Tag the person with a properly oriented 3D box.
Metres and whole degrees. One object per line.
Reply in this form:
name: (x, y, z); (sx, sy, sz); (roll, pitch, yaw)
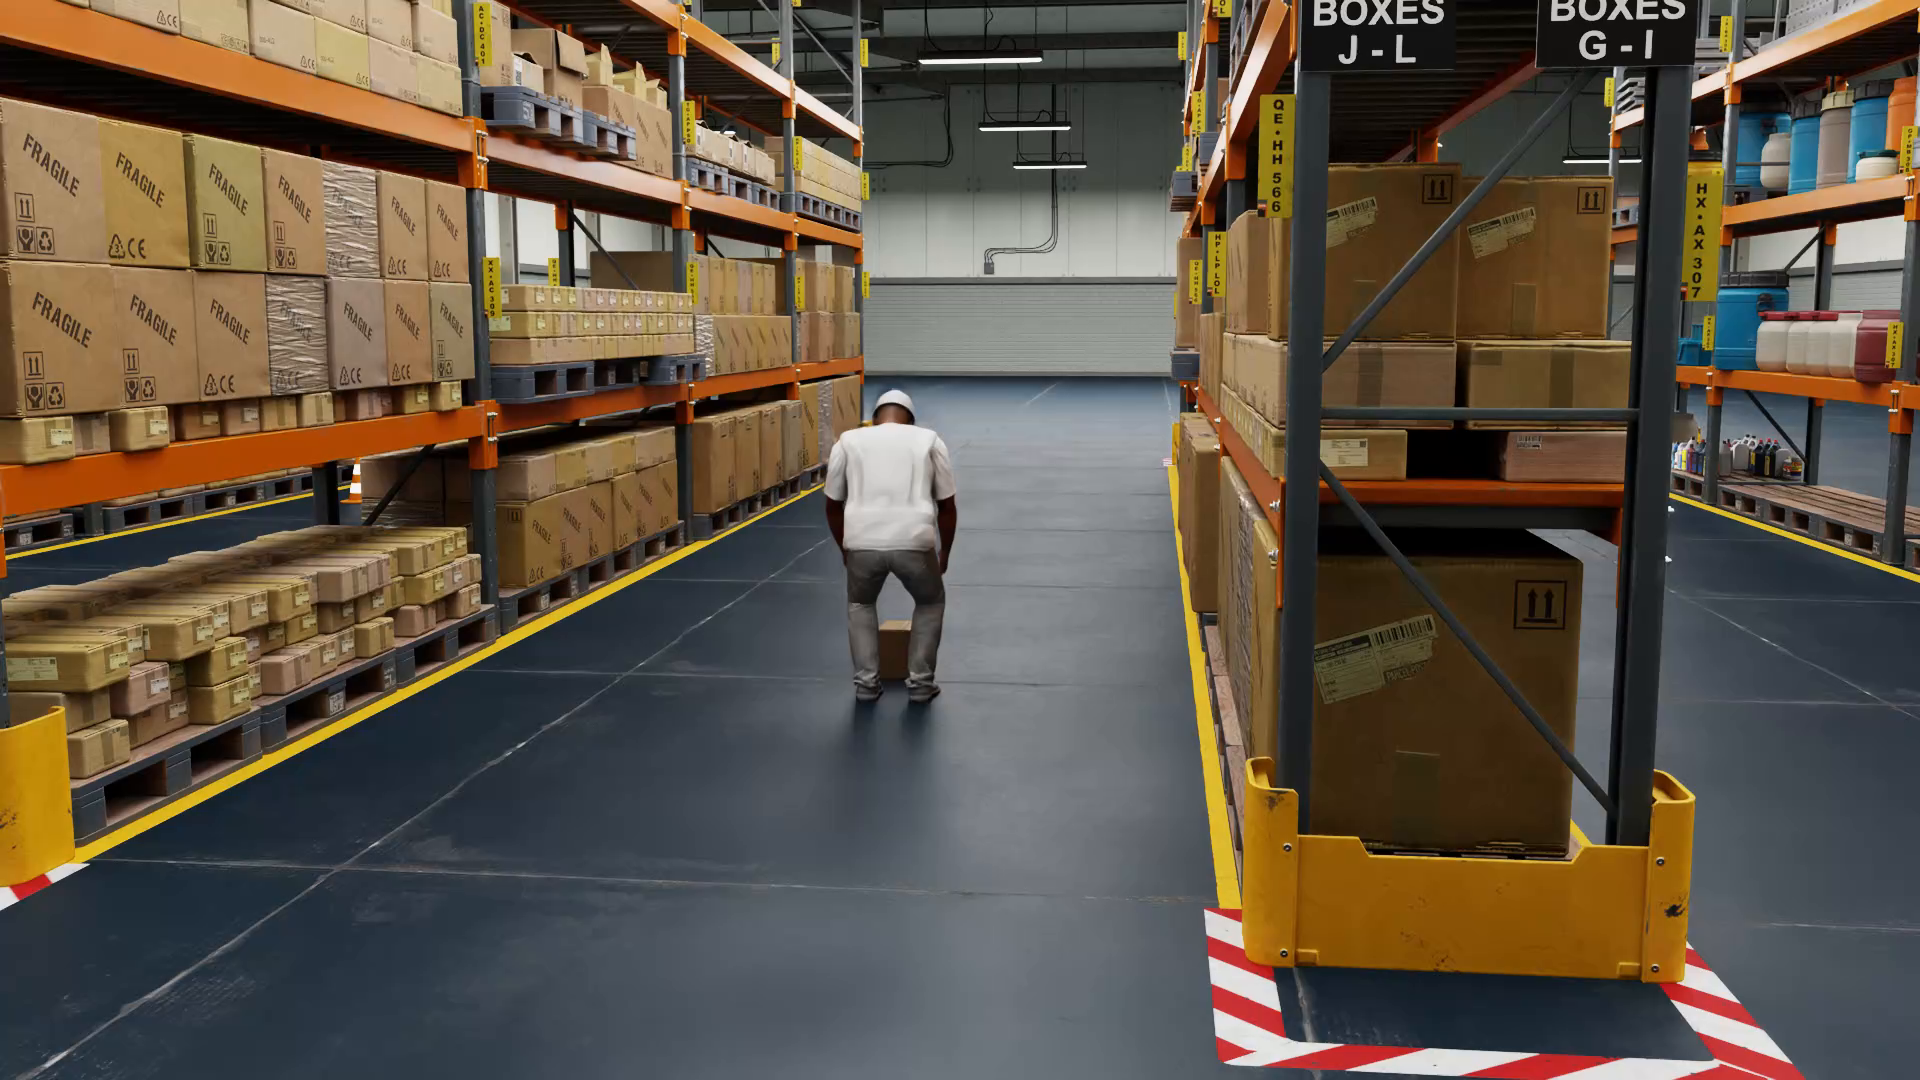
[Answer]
person: (-0.339, 0.020, 7.834); (0.631, 1.430, 0.747); (1, 8, 6)
